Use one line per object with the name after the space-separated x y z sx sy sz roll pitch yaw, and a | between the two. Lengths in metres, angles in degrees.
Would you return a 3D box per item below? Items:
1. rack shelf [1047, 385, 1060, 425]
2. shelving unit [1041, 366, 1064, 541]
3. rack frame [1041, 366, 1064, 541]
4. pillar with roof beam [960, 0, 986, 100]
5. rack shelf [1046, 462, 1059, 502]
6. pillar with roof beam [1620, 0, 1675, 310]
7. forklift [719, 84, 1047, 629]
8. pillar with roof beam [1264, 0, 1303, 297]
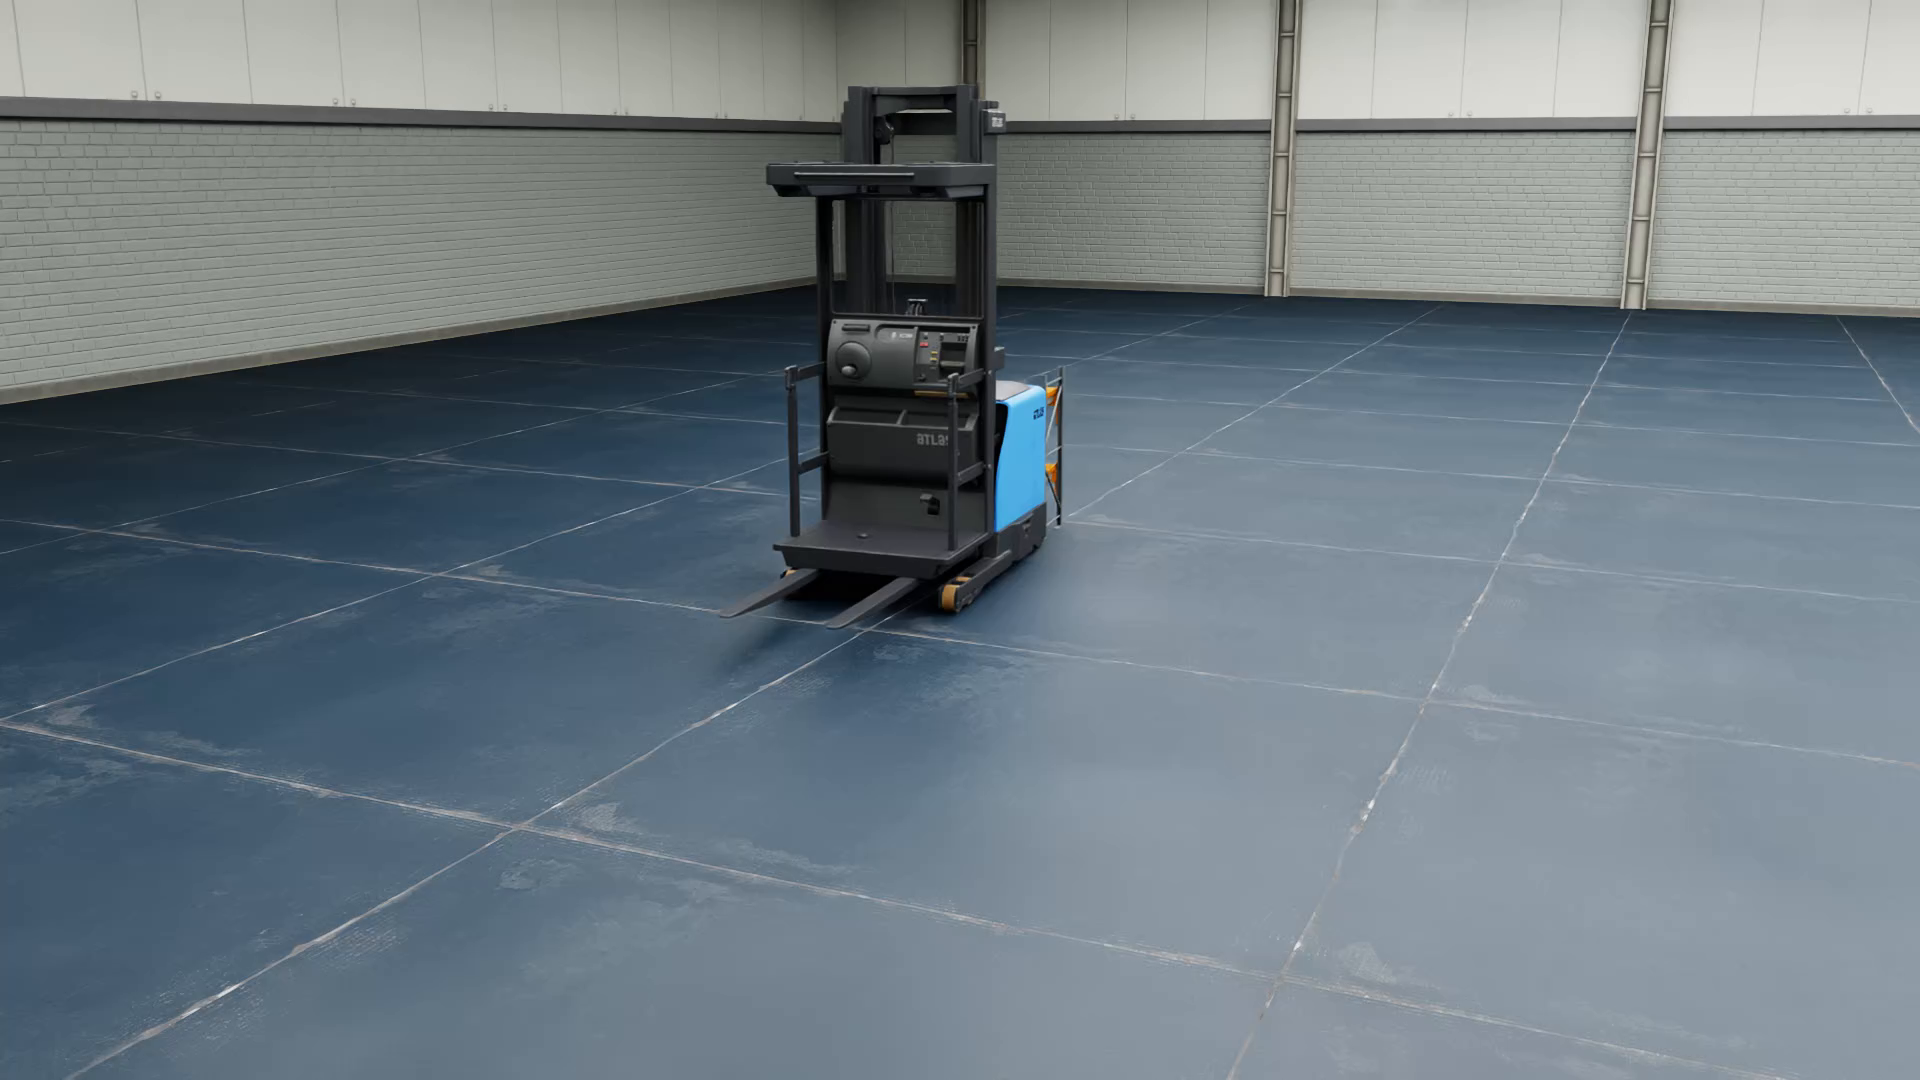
0.143 -0.914 11.407 1.000 0.278 0.538 4 14 18 | rack shelf
0.142 -0.629 11.474 1.048 1.125 0.538 4 14 18 | shelving unit
0.626 -0.593 11.320 0.032 1.125 0.500 4 14 18 | rack frame
-1.496 -8.454 27.583 0.400 9.000 9.100 6 14 23 | pillar with roof beam
0.142 -0.391 11.530 1.000 0.278 0.538 4 14 18 | rack shelf
9.476 -7.343 22.851 0.400 9.000 9.100 6 14 23 | pillar with roof beam
-0.413 -1.116 9.594 1.130 2.935 3.031 5 14 20 | forklift
3.990 -7.898 25.217 0.400 9.000 9.100 6 14 23 | pillar with roof beam
